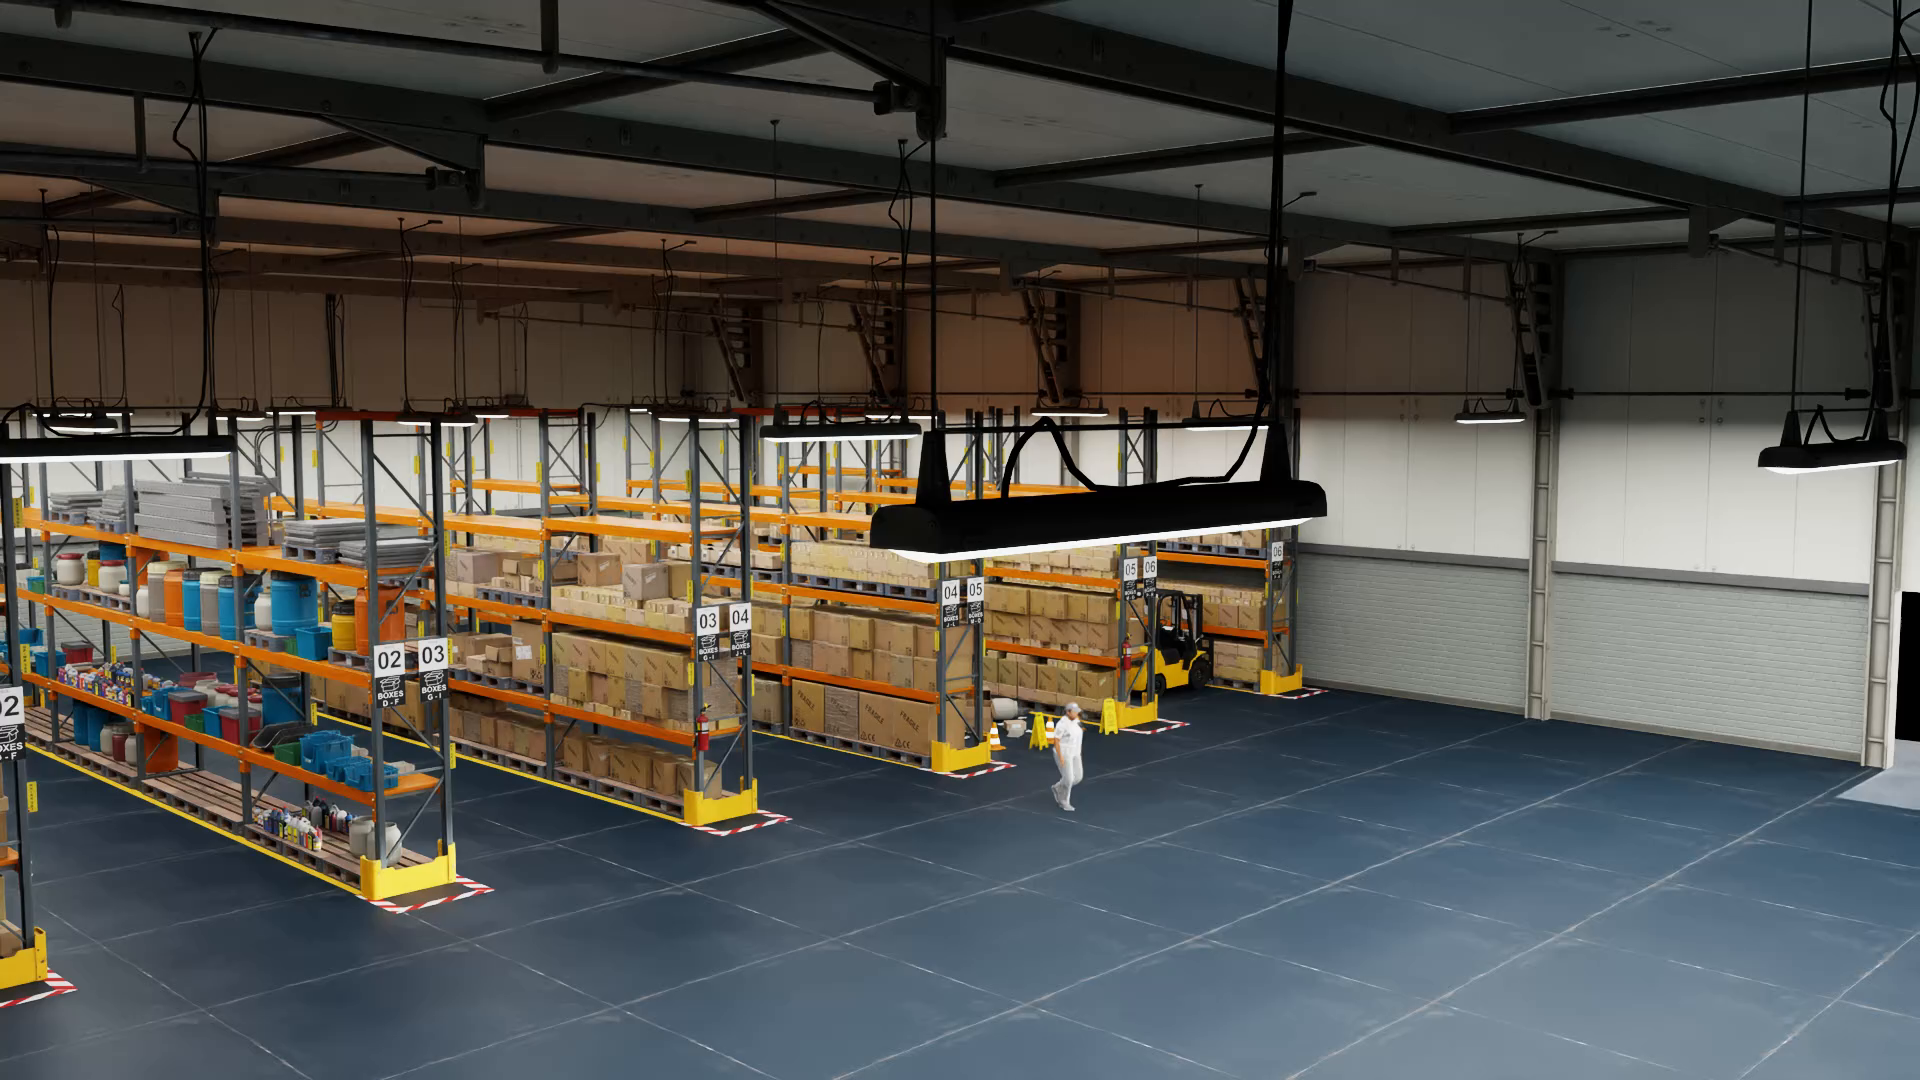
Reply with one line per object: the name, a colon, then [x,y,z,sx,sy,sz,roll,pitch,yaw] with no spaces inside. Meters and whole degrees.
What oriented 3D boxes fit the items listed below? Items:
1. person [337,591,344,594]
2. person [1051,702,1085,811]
person: [-14.381,2.036,38.602,0.550,1.700,1.077,-5,7,-43]
person: [1.608,3.276,25.401,0.592,1.647,0.571,4,7,41]
